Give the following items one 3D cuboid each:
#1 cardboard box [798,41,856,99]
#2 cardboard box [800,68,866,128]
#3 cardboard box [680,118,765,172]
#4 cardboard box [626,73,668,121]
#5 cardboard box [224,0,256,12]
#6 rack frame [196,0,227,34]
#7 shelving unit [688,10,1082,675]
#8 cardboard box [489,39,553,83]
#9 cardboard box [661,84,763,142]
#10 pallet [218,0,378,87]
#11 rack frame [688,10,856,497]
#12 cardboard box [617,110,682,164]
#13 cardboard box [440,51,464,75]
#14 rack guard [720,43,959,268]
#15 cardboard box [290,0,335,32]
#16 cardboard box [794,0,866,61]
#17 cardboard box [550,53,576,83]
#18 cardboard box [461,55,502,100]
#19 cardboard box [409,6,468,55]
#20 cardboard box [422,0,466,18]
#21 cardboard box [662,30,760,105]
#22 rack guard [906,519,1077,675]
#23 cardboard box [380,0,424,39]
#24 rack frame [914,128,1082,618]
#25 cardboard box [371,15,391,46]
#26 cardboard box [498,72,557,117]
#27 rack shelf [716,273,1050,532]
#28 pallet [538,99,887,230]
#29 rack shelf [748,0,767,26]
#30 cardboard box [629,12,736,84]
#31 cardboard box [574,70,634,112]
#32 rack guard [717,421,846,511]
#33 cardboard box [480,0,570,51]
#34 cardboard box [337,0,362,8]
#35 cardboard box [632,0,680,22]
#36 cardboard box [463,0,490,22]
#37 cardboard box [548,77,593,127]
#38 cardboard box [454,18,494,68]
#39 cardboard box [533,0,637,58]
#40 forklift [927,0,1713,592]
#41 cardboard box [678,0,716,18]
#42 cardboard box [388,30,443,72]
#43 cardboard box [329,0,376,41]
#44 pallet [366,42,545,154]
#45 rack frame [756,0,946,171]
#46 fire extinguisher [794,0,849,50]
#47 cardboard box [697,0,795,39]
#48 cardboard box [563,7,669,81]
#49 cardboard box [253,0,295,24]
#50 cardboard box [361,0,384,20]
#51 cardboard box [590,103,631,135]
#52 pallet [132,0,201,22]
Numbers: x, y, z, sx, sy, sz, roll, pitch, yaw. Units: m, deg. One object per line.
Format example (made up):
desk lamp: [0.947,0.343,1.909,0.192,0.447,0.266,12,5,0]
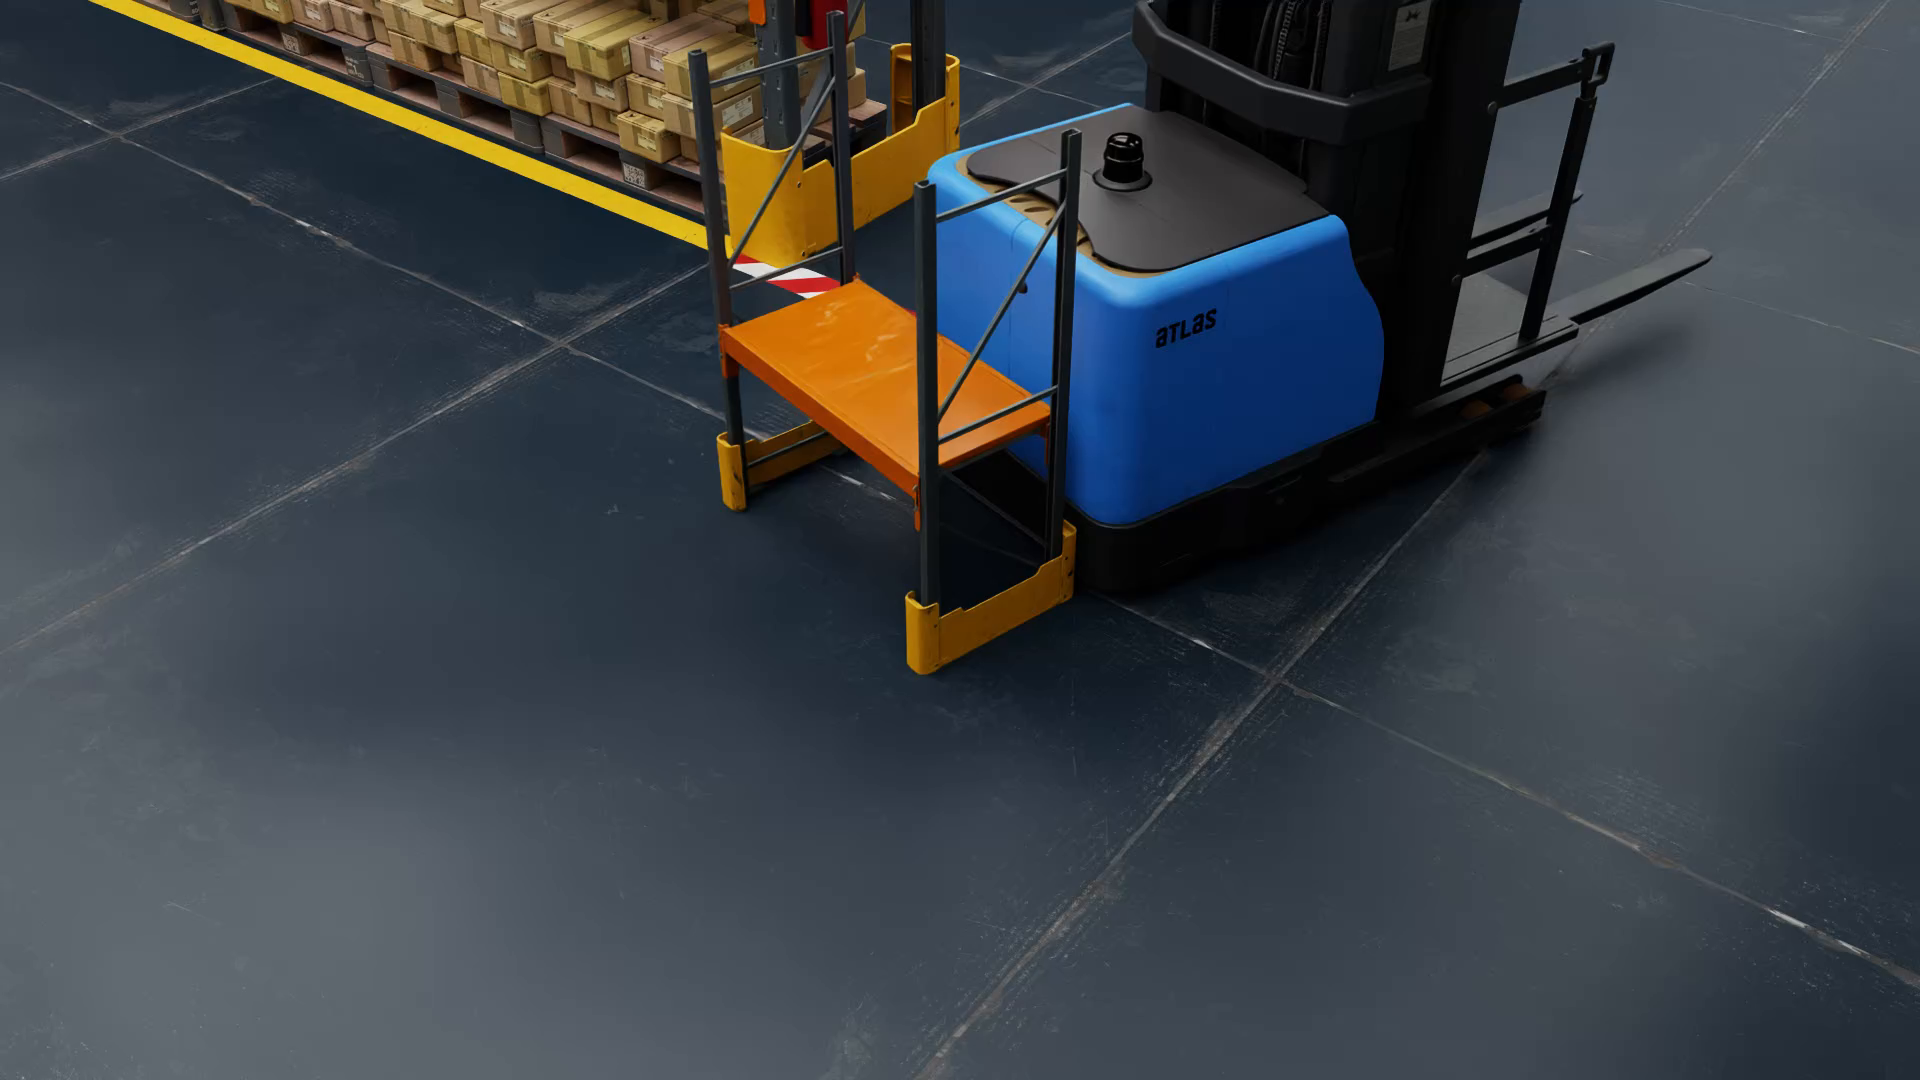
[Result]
cardboard box: [-0.667,-2.050,7.166,0.250,0.149,0.380,27,46,30]
cardboard box: [-0.629,-1.964,7.297,0.250,0.149,0.380,26,45,29]
cardboard box: [-0.952,-1.706,6.967,0.250,0.149,0.380,26,45,29]
cardboard box: [-1.175,-1.910,6.987,0.250,0.149,0.380,24,44,28]
cardboard box: [-3.490,-2.815,8.384,0.250,0.149,0.380,23,44,27]
rack frame: [-3.584,-4.066,8.010,0.127,3.000,1.000,25,45,29]
shelving unit: [-0.213,-0.571,4.763,0.587,1.500,1.083,-26,45,-29]
cardboard box: [-1.833,-2.167,7.315,0.250,0.149,0.380,26,45,29]
cardboard box: [-1.000,-1.786,6.828,0.250,0.149,0.380,24,44,27]
pallet: [-3.029,-2.734,8.571,1.213,0.211,1.003,25,45,29]
rack frame: [-0.534,-0.821,5.082,0.500,1.500,0.032,-26,45,-29]
cardboard box: [-1.218,-1.752,7.027,0.250,0.149,0.380,27,45,30]
cardboard box: [-2.180,-2.288,7.711,0.250,0.149,0.380,27,45,30]
rack guard: [-0.467,-1.612,6.904,0.348,0.500,1.175,25,45,29]
cardboard box: [-3.050,-2.648,8.171,0.250,0.149,0.380,25,44,28]
cardboard box: [-0.617,-2.208,7.126,0.250,0.149,0.380,23,44,27]
cardboard box: [-1.565,-2.131,7.269,0.250,0.149,0.380,25,44,28]
cardboard box: [-2.025,-2.157,7.543,0.250,0.149,0.380,26,45,29]
cardboard box: [-2.261,-2.362,7.564,0.250,0.149,0.380,26,45,29]
cardboard box: [-2.211,-2.515,7.518,0.250,0.149,0.380,25,45,29]
cardboard box: [-0.982,-1.919,6.757,0.250,0.149,0.380,26,45,29]
rack guard: [0.096,0.162,4.840,0.587,0.250,0.087,-26,45,-29]
cardboard box: [-2.441,-2.466,7.698,0.250,0.149,0.380,25,44,28]
rack frame: [0.097,-0.329,4.454,0.500,1.500,0.032,-26,45,-29]
cardboard box: [-2.583,-2.494,7.974,0.250,0.149,0.380,23,44,27]
cardboard box: [-1.820,-2.045,7.400,0.250,0.149,0.380,23,44,27]
rack shelf: [-0.219,-0.434,4.879,0.538,0.185,1.000,-26,45,-29]
pallet: [-1.091,-1.820,7.403,1.213,0.211,1.003,25,45,29]
rack shelf: [-1.996,-3.034,7.275,4.000,0.370,1.077,25,45,29]
cardboard box: [-1.146,-2.041,6.913,0.250,0.149,0.380,26,45,29]
cardboard box: [-1.414,-1.980,7.076,0.250,0.149,0.380,23,44,27]
rack guard: [-0.522,-0.320,5.456,0.587,0.250,0.087,-26,45,-29]
cardboard box: [-1.844,-2.278,7.215,0.250,0.149,0.380,27,45,30]
cardboard box: [-2.807,-2.707,8.004,0.250,0.149,0.380,23,44,26]
cardboard box: [-1.279,-2.461,7.450,0.250,0.149,0.380,23,44,27]
cardboard box: [-1.986,-2.431,7.411,0.250,0.149,0.380,24,44,27]
cardboard box: [-1.579,-1.980,7.317,0.250,0.149,0.380,26,45,29]
cardboard box: [-2.025,-2.272,7.450,0.250,0.149,0.380,28,46,31]
cardboard box: [-1.596,-2.204,7.121,0.250,0.149,0.380,23,44,27]
forklift: [1.394,-1.705,5.050,3.031,2.935,1.130,-22,43,-26]
cardboard box: [-1.031,-2.409,7.383,0.250,0.149,0.380,25,45,28]
cardboard box: [-2.435,-2.349,7.789,0.250,0.149,0.380,24,44,27]
cardboard box: [-2.818,-2.577,8.080,0.250,0.149,0.380,24,44,28]
pallet: [-2.056,-2.277,7.987,1.213,0.211,1.003,25,45,29]
rack frame: [-0.407,-2.568,6.097,0.127,3.000,1.000,25,45,29]
fire extinguisher: [-0.487,-2.070,5.826,0.183,0.674,0.296,25,45,29]
cardboard box: [-0.909,-2.252,7.182,0.250,0.149,0.380,26,45,29]
cardboard box: [-1.429,-2.076,6.958,0.250,0.149,0.380,24,44,28]
cardboard box: [-3.279,-2.715,8.257,0.250,0.149,0.380,27,45,30]
cardboard box: [-2.603,-2.592,7.858,0.250,0.149,0.380,27,46,30]
cardboard box: [-1.375,-1.894,7.207,0.250,0.149,0.380,25,44,28]
pallet: [-4.204,-3.259,9.241,1.213,0.211,1.003,25,45,29]
